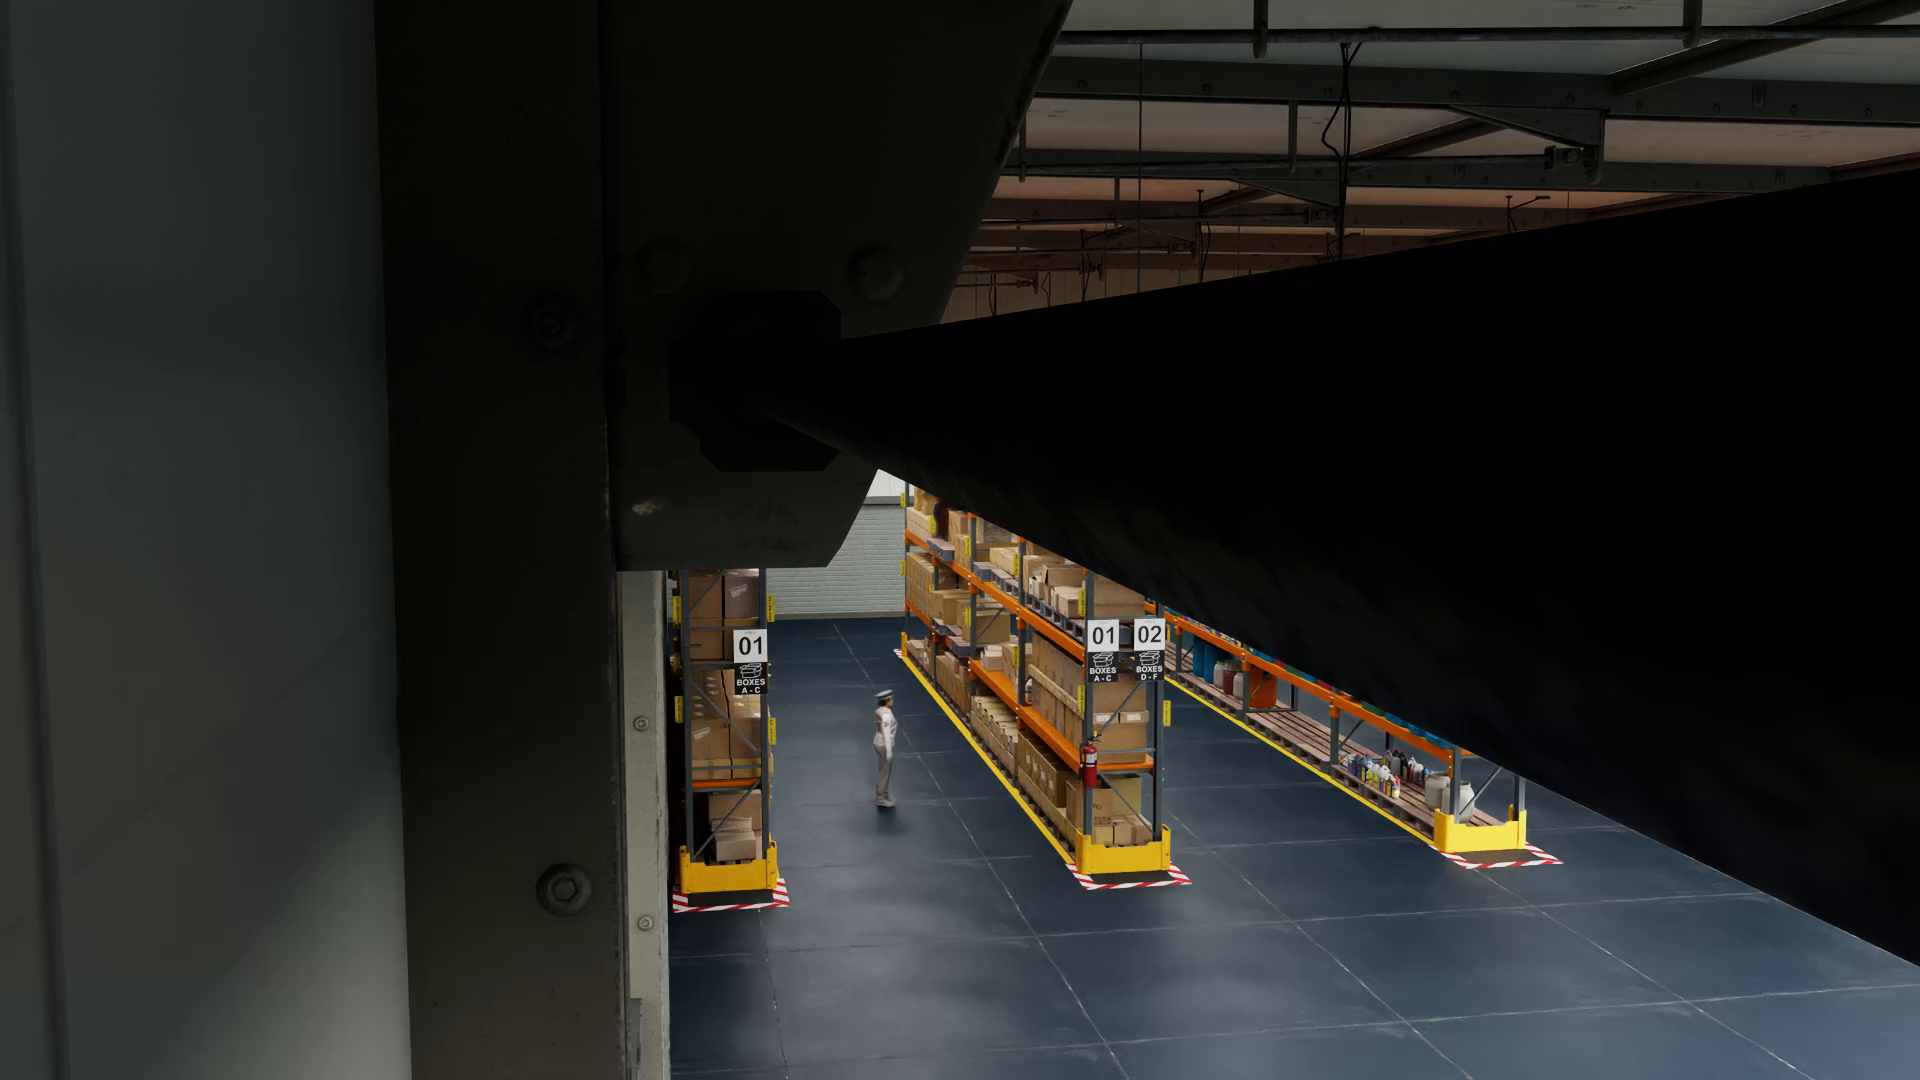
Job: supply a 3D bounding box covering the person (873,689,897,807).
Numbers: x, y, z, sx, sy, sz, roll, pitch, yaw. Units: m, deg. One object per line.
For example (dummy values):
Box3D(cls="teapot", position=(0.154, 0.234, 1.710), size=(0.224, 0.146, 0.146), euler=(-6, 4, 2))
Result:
Box3D(cls="person", position=(-1.061, 3.027, 24.078), size=(0.381, 1.724, 0.562), euler=(-1, 6, -13))
